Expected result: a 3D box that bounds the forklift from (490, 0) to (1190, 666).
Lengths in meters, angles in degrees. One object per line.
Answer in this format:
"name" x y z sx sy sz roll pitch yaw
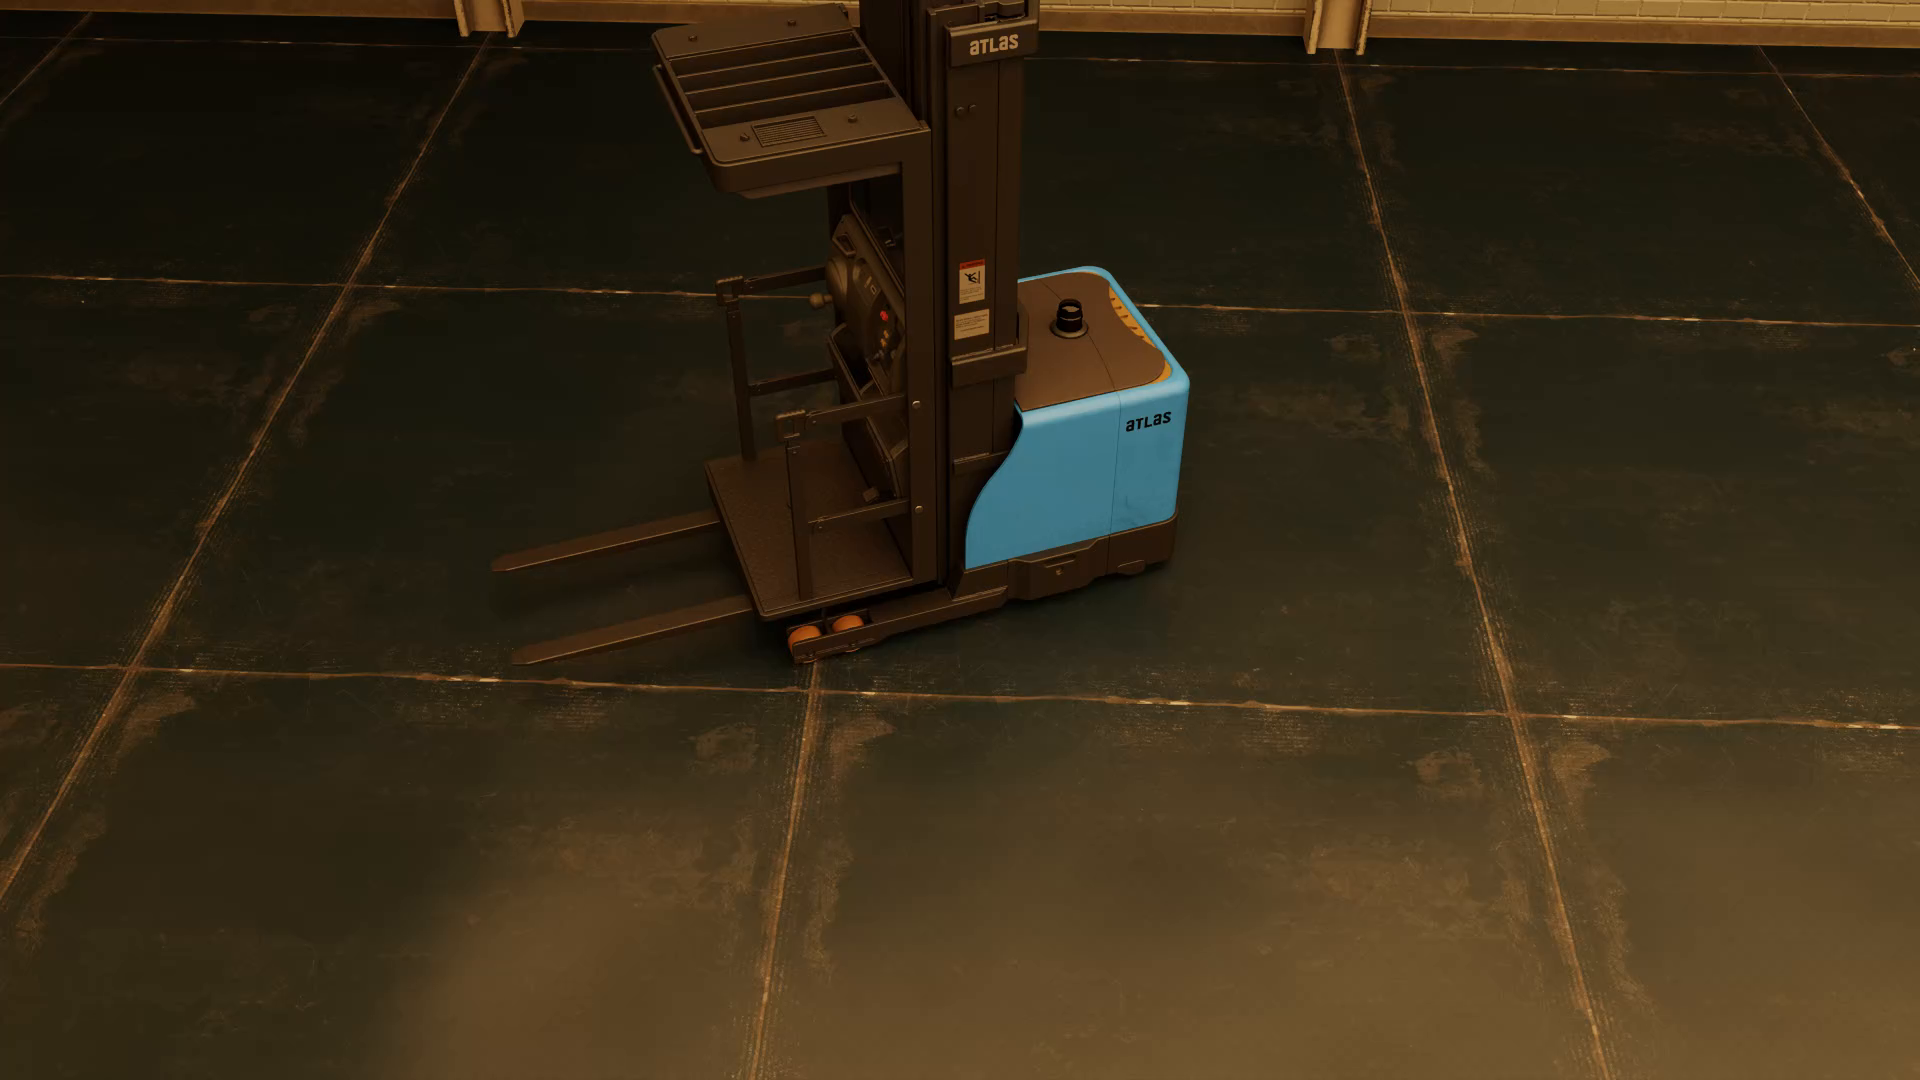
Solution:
"forklift" -0.573 -0.945 6.778 3.031 2.935 1.130 -13 44 -14
